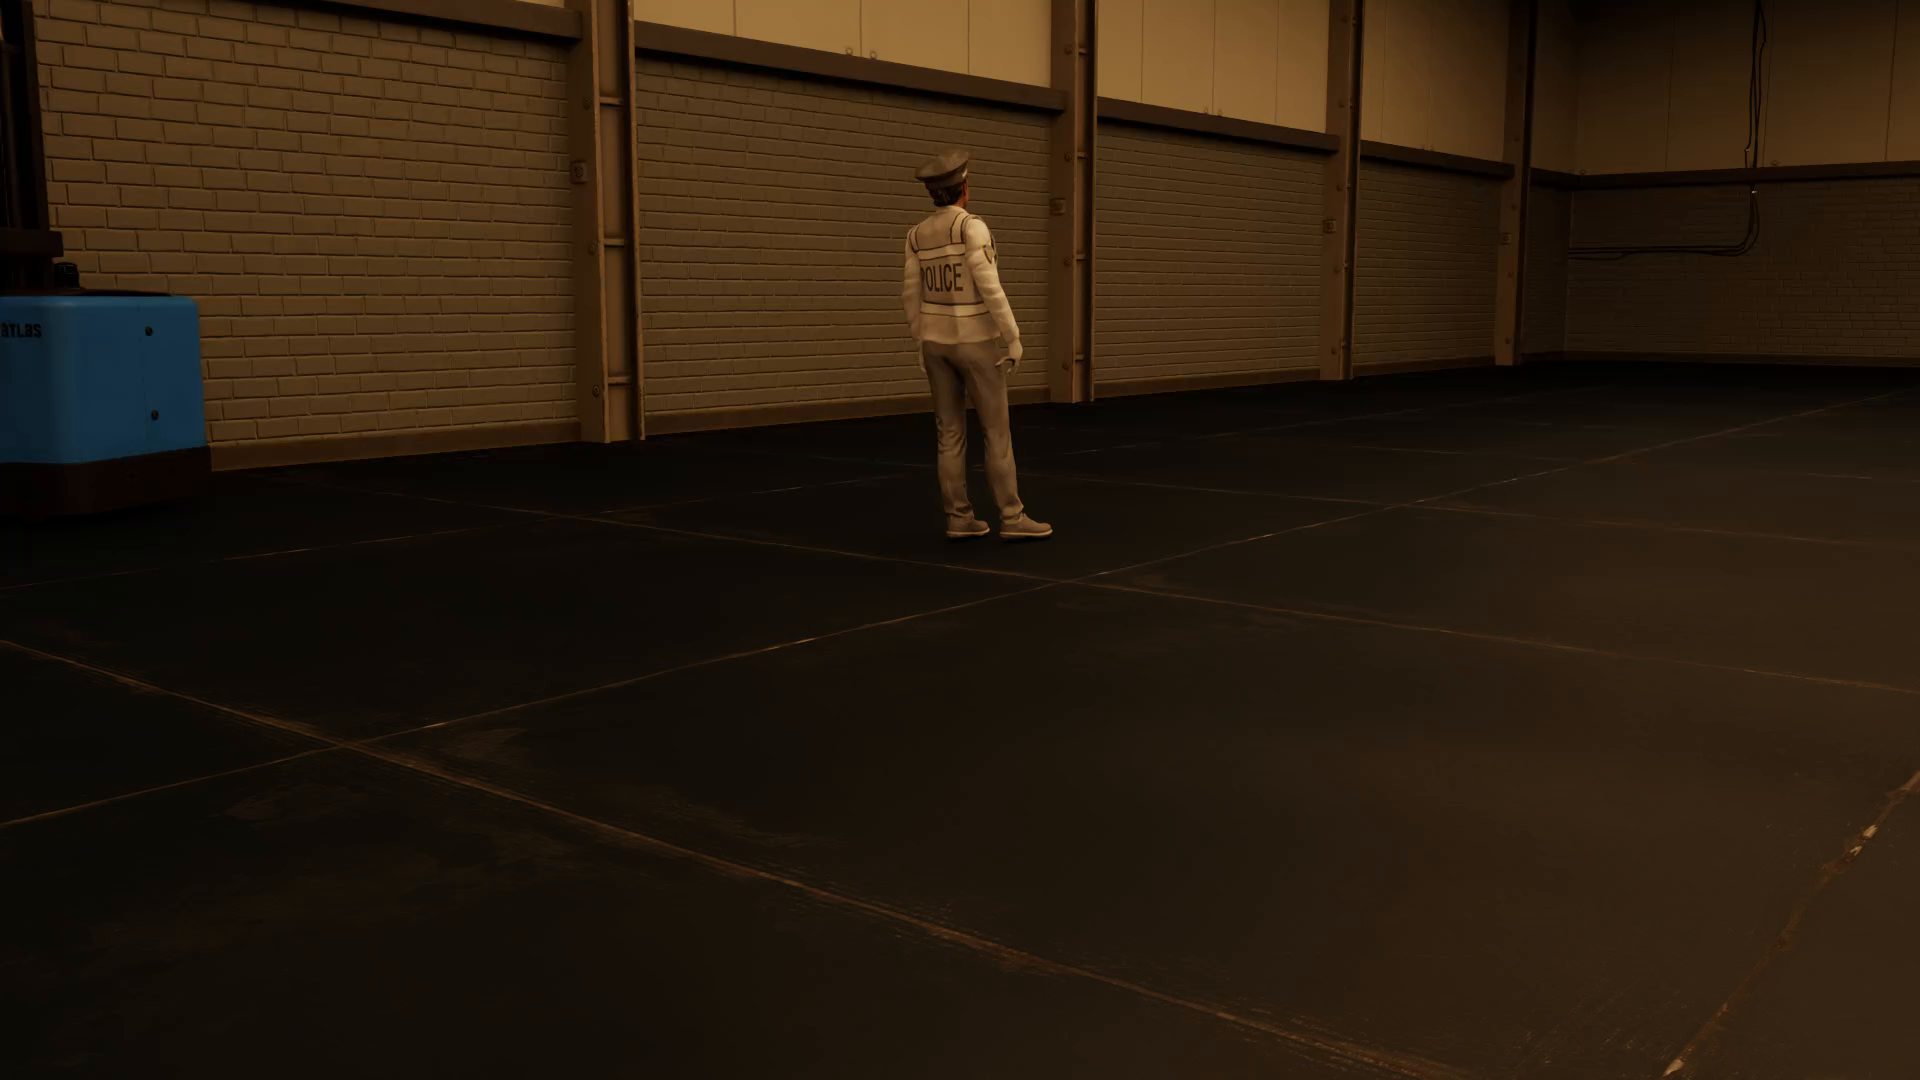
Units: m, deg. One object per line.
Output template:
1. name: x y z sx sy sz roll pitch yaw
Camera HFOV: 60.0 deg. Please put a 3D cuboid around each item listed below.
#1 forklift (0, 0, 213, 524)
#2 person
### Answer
1. forklift: -5.433 -1.606 8.256 3.031 2.935 1.130 2 9 12
2. person: 0.048 -0.852 7.330 0.587 1.695 0.531 7 11 38
